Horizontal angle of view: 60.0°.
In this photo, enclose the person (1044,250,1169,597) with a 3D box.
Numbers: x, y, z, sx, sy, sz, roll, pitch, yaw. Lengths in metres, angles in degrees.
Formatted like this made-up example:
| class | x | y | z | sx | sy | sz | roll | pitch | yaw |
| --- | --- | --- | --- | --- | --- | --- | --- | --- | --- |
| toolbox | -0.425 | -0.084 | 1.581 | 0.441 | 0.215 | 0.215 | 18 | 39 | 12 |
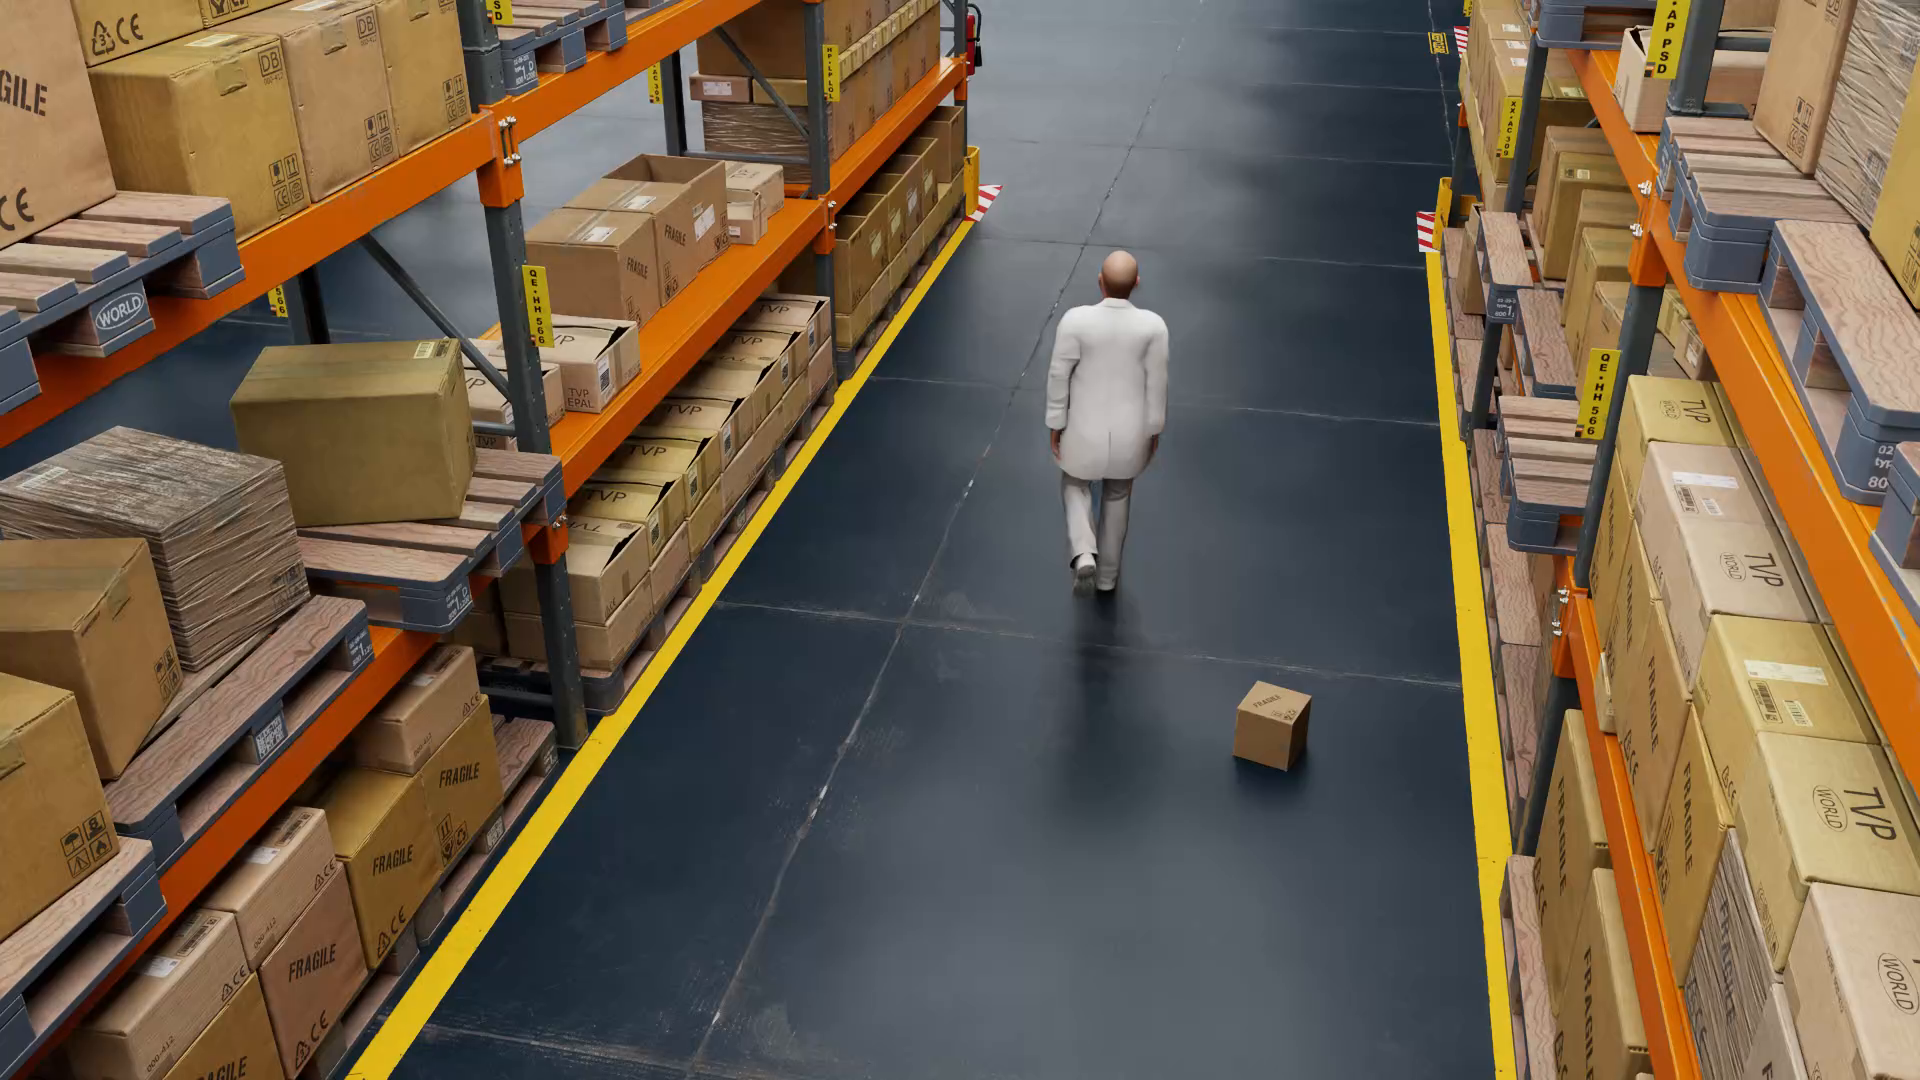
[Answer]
| class | x | y | z | sx | sy | sz | roll | pitch | yaw |
| --- | --- | --- | --- | --- | --- | --- | --- | --- | --- |
| person | 0.705 | -0.527 | 8.059 | 0.584 | 1.764 | 0.677 | 1 | 28 | 3 |
